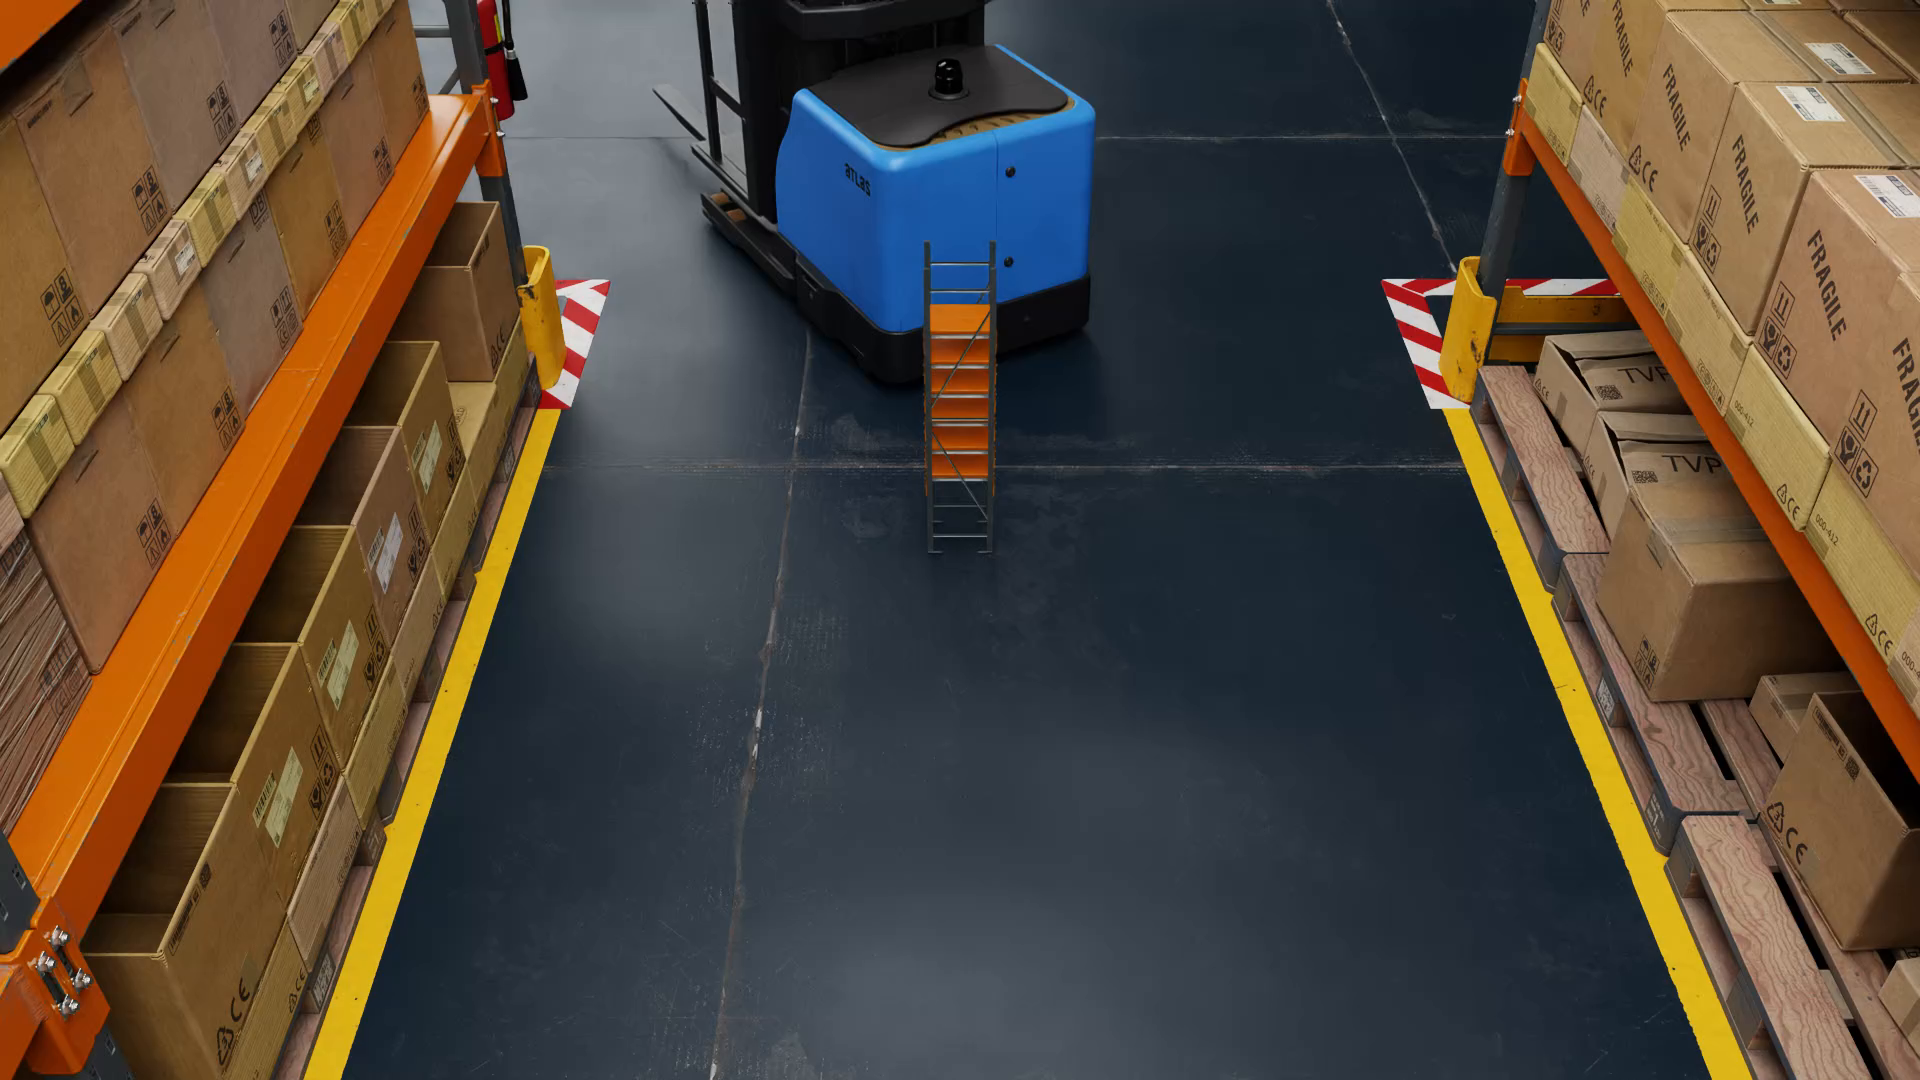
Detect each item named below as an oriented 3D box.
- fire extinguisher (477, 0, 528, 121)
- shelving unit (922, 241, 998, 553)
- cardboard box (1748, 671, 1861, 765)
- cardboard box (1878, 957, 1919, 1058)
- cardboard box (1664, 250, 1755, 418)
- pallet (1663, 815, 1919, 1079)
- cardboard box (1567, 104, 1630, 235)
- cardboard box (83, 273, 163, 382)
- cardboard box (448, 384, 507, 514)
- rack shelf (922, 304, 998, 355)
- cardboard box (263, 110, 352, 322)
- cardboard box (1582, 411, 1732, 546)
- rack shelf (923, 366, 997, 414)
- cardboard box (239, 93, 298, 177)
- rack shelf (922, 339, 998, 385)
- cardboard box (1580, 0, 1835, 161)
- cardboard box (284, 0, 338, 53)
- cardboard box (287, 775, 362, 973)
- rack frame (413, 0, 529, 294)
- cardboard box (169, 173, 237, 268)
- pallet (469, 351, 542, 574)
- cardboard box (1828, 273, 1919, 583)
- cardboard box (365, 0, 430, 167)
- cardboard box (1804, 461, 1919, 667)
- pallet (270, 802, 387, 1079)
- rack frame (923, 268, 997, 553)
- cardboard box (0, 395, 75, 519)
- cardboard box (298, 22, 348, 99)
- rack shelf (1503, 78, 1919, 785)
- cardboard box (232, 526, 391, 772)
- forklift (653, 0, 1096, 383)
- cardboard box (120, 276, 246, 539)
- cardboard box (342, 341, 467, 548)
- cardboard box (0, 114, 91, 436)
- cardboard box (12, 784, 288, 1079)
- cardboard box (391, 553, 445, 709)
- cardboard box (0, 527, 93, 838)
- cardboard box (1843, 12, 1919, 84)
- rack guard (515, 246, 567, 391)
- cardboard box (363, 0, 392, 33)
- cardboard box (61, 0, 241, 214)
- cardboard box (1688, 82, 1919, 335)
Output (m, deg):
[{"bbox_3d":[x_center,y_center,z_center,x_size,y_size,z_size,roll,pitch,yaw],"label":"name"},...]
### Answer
[{"bbox_3d":[-1.836,-1.939,6.333,0.296,0.674,0.183,0,39,0],"label":"fire extinguisher"},{"bbox_3d":[0.000,-0.477,5.886,0.258,1.200,0.189,0,39,0],"label":"shelving unit"},{"bbox_3d":[2.676,0.541,5.104,0.380,0.149,0.250,-3,39,-4],"label":"cardboard box"},{"bbox_3d":[2.627,1.200,4.268,0.380,0.166,0.250,-5,39,-6],"label":"cardboard box"},{"bbox_3d":[2.344,-0.585,4.686,0.500,0.250,0.500,0,39,0],"label":"cardboard box"},{"bbox_3d":[2.621,1.269,4.498,1.003,0.211,1.213,0,39,0],"label":"pallet"},{"bbox_3d":[2.351,-1.220,5.477,0.500,0.250,0.500,-1,39,-1],"label":"cardboard box"},{"bbox_3d":[-2.105,-0.493,3.867,0.380,0.149,0.250,-1,39,-2],"label":"cardboard box"},{"bbox_3d":[-1.992,-0.338,6.136,0.500,0.250,0.500,0,39,0],"label":"cardboard box"},{"bbox_3d":[0.000,-0.724,5.689,0.258,0.103,0.180,0,39,0],"label":"rack shelf"},{"bbox_3d":[-2.313,-1.003,5.023,0.700,0.500,0.500,0,39,0],"label":"cardboard box"},{"bbox_3d":[2.564,-0.234,5.942,0.500,0.311,0.500,3,39,4],"label":"cardboard box"},{"bbox_3d":[0.000,-0.536,5.839,0.258,0.103,0.180,0,39,0],"label":"rack shelf"},{"bbox_3d":[-2.107,-1.138,4.673,0.380,0.149,0.250,1,39,1],"label":"cardboard box"},{"bbox_3d":[0.000,-0.630,5.764,0.258,0.103,0.180,0,39,0],"label":"rack shelf"},{"bbox_3d":[2.344,-1.535,5.271,0.500,0.500,0.500,0,39,0],"label":"cardboard box"},{"bbox_3d":[-2.307,-1.786,4.963,0.700,0.500,0.500,-1,39,-1],"label":"cardboard box"},{"bbox_3d":[-1.989,0.913,4.575,0.500,0.250,0.500,0,39,0],"label":"cardboard box"},{"bbox_3d":[-2.301,-1.895,6.216,1.000,3.000,0.127,0,39,0],"label":"rack frame"},{"bbox_3d":[-2.108,-0.822,4.279,0.380,0.149,0.250,0,39,0],"label":"cardboard box"},{"bbox_3d":[-2.258,-0.328,6.491,1.003,0.211,1.213,0,39,0],"label":"pallet"},{"bbox_3d":[2.342,-0.249,3.666,0.500,0.500,0.500,0,39,0],"label":"cardboard box"},{"bbox_3d":[-2.313,-1.642,5.820,0.700,0.500,0.500,0,39,0],"label":"cardboard box"},{"bbox_3d":[2.362,0.044,3.901,0.500,0.250,0.500,0,39,0],"label":"cardboard box"},{"bbox_3d":[-2.255,1.197,4.587,1.003,0.211,1.213,0,39,0],"label":"pallet"},{"bbox_3d":[0.000,-0.420,5.815,0.240,1.200,0.006,0,39,0],"label":"rack frame"},{"bbox_3d":[-2.105,-0.172,3.467,0.380,0.149,0.250,-1,39,-1],"label":"cardboard box"},{"bbox_3d":[-2.110,-1.467,5.084,0.380,0.149,0.250,0,39,1],"label":"cardboard box"},{"bbox_3d":[2.655,-0.369,4.887,1.077,0.370,4.000,0,39,0],"label":"rack shelf"},{"bbox_3d":[-1.985,0.308,4.731,0.500,0.500,0.500,0,39,0],"label":"cardboard box"},{"bbox_3d":[-0.605,-2.703,7.279,1.130,2.935,3.031,-20,43,-23],"label":"forklift"},{"bbox_3d":[-2.307,-0.353,4.212,0.700,0.500,0.500,1,39,1],"label":"cardboard box"},{"bbox_3d":[-1.987,-0.318,5.511,0.500,0.500,0.500,0,39,0],"label":"cardboard box"},{"bbox_3d":[-2.305,-0.532,3.398,0.700,0.500,0.500,0,39,0],"label":"cardboard box"},{"bbox_3d":[-1.984,0.933,3.951,0.500,0.500,0.500,0,39,0],"label":"cardboard box"},{"bbox_3d":[-1.991,0.287,5.356,0.500,0.250,0.500,0,39,0],"label":"cardboard box"},{"bbox_3d":[-2.303,0.290,3.409,0.700,0.500,0.500,-1,39,-1],"label":"cardboard box"},{"bbox_3d":[2.862,-1.210,4.865,0.500,0.500,0.500,-1,39,-1],"label":"cardboard box"},{"bbox_3d":[-2.301,-0.934,7.016,1.175,0.500,0.348,0,39,0],"label":"rack guard"},{"bbox_3d":[-2.108,-1.784,5.479,0.380,0.149,0.250,1,39,1],"label":"cardboard box"},{"bbox_3d":[-2.305,-1.158,4.179,0.700,0.500,0.500,0,39,0],"label":"cardboard box"},{"bbox_3d":[2.350,-0.889,4.465,0.500,0.500,0.500,1,39,1],"label":"cardboard box"}]
